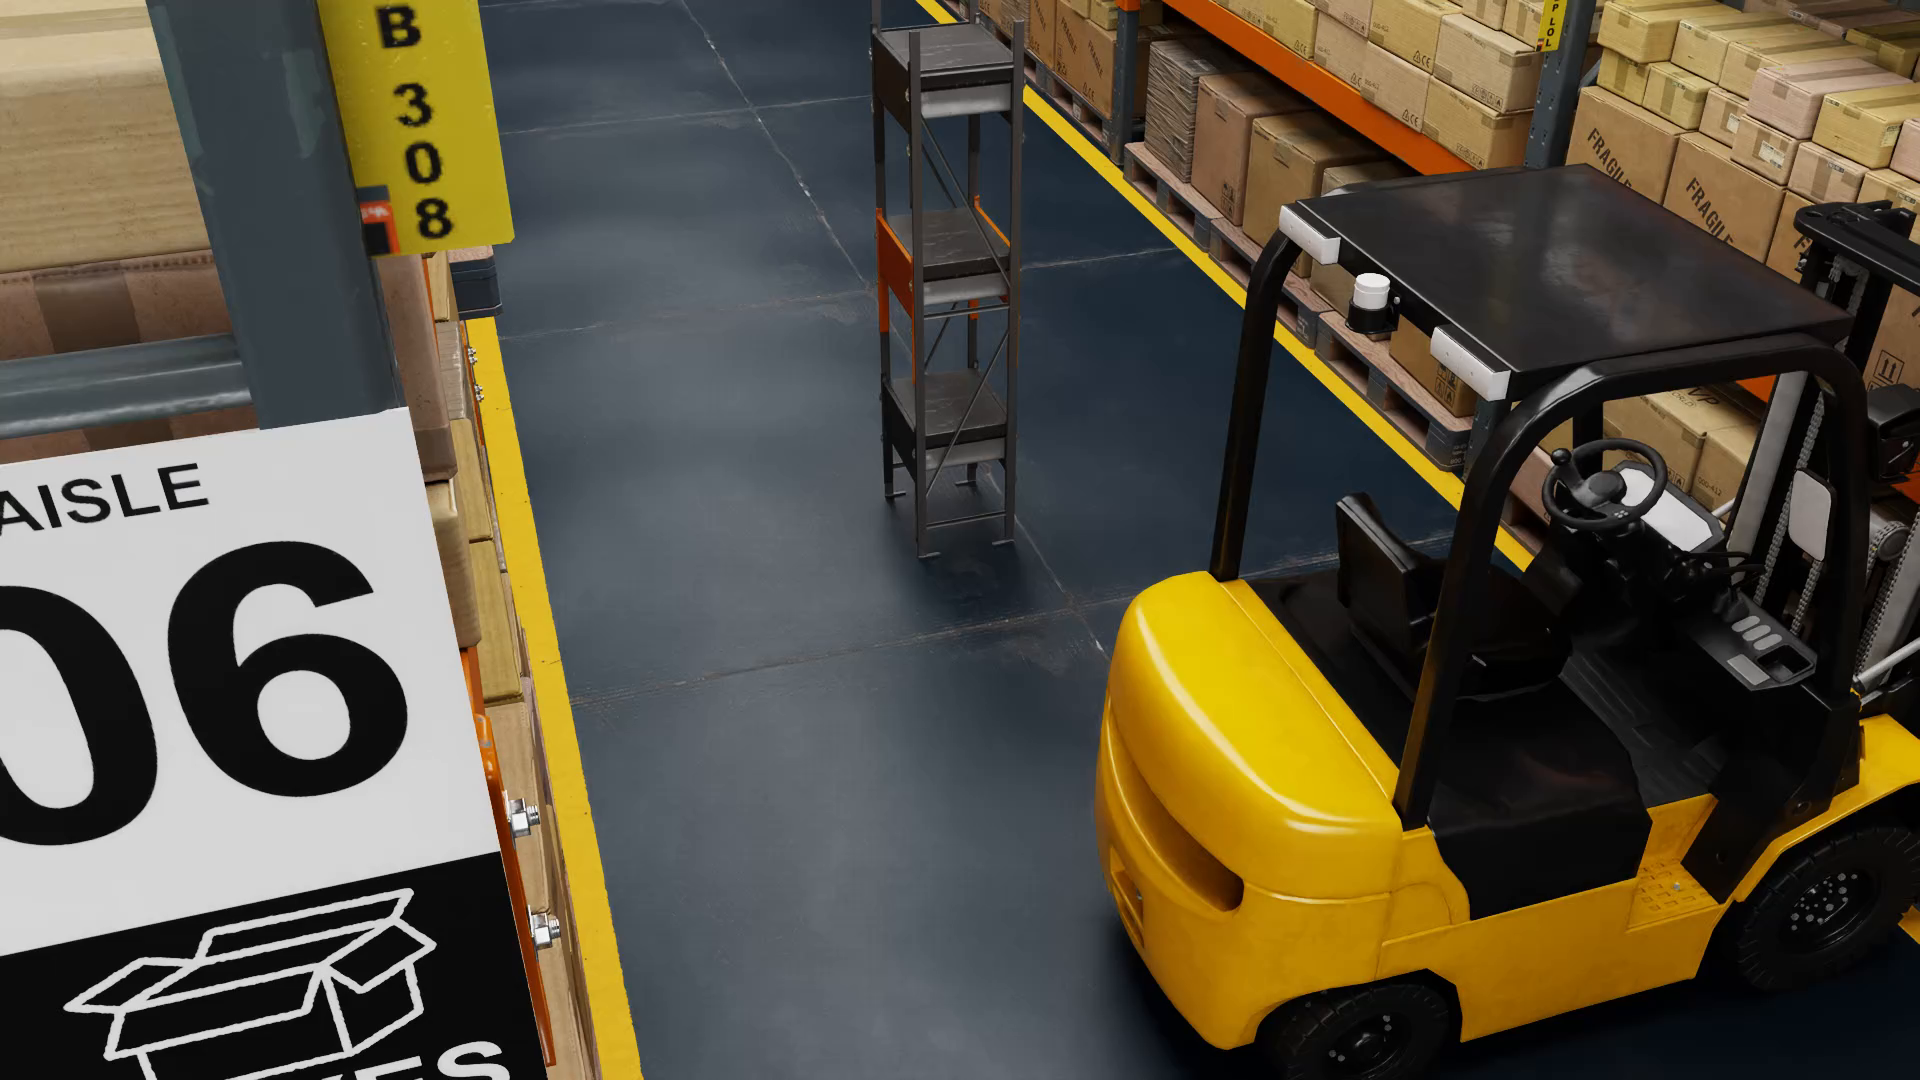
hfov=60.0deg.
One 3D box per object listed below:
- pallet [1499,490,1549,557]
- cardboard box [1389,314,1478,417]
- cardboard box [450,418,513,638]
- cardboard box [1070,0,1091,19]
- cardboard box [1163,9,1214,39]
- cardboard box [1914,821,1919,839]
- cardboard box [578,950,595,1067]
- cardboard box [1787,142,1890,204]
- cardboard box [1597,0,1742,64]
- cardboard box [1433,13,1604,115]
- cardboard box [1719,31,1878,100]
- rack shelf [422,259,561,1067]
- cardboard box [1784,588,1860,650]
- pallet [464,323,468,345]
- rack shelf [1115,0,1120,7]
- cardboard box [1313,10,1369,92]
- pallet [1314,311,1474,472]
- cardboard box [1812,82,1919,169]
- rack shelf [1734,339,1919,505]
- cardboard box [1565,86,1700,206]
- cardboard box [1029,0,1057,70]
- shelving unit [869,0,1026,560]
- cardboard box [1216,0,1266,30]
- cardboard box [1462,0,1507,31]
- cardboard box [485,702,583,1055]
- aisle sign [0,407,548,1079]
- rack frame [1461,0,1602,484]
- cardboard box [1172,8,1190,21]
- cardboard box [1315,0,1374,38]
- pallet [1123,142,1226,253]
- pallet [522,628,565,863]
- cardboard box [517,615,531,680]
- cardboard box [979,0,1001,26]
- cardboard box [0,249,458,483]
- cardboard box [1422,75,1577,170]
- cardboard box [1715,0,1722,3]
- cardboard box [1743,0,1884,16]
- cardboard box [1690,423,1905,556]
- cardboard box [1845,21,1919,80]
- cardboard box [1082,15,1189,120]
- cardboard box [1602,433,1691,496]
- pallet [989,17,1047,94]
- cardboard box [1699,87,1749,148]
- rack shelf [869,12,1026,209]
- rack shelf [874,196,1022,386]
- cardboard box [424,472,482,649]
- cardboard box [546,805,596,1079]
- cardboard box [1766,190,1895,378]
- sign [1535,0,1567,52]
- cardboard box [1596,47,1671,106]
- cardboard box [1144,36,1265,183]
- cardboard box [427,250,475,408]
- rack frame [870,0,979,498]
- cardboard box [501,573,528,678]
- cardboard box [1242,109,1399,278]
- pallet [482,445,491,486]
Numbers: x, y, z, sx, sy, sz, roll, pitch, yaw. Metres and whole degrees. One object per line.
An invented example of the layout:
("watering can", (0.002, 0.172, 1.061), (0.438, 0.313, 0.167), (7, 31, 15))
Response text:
("pallet", (2.846, 0.031, 6.512), (1.003, 0.211, 1.213), (-10, 35, -15))
("cardboard box", (2.474, -1.014, 7.337), (0.875, 0.625, 0.625), (-8, 34, -13))
("cardboard box", (-1.223, 0.114, 3.496), (0.500, 0.500, 0.500), (-11, 35, -16))
("cardboard box", (0.919, -3.415, 10.496), (0.380, 0.149, 0.250), (-12, 35, -17))
("cardboard box", (1.562, -3.058, 10.544), (0.500, 0.500, 0.500), (-9, 34, -13))
("cardboard box", (3.133, 0.794, 4.940), (0.500, 0.250, 0.500), (-10, 35, -14))
("cardboard box", (-1.172, 1.328, 4.133), (0.500, 0.250, 0.500), (-8, 34, -12))
("cardboard box", (2.760, -1.110, 5.030), (0.380, 0.149, 0.250), (-10, 35, -15))
("cardboard box", (2.458, -1.777, 5.769), (0.380, 0.149, 0.250), (-9, 35, -14))
("cardboard box", (2.250, -1.918, 6.615), (0.500, 0.250, 0.500), (-11, 35, -16))
("cardboard box", (2.710, -1.522, 5.384), (0.380, 0.149, 0.250), (-11, 35, -16))
("rack shelf", (-1.472, -0.622, 2.902), (1.077, 0.370, 4.000), (-10, 35, -15))
("cardboard box", (2.948, 0.307, 5.224), (0.500, 0.250, 0.500), (-10, 35, -15))
("pallet", (-3.066, -1.247, 8.445), (1.003, 0.211, 1.213), (-10, 35, -15))
("rack shelf", (0.813, -4.407, 11.351), (1.077, 0.370, 4.000), (-10, 35, -15))
("cardboard box", (1.960, -2.244, 7.561), (0.500, 0.250, 0.500), (-10, 35, -14))
("pallet", (2.382, -0.774, 7.730), (1.003, 0.211, 1.213), (-10, 35, -15))
("cardboard box", (2.796, -1.238, 4.954), (0.380, 0.149, 0.250), (-11, 35, -15))
("rack shelf", (3.254, -0.207, 4.995), (1.077, 0.370, 4.000), (-10, 35, -15))
("cardboard box", (2.530, -1.322, 5.939), (0.500, 0.500, 0.500), (-11, 35, -16))
("cardboard box", (0.785, -3.514, 11.234), (0.500, 0.500, 0.500), (-9, 34, -13))
("shelving unit", (-0.050, -0.963, 6.303), (0.431, 2.100, 0.503), (-10, 35, -15))
("cardboard box", (1.638, -2.787, 8.382), (0.500, 0.250, 0.500), (-11, 35, -16))
("cardboard box", (2.232, -2.144, 6.595), (0.380, 0.149, 0.250), (-11, 35, -15))
("cardboard box", (-0.904, 0.647, 2.690), (0.500, 0.500, 0.500), (-9, 35, -13))
("aisle sign", (-0.548, 0.275, 1.255), (0.394, 0.787, 0.004), (-10, 35, -15))
("rack frame", (2.643, -1.557, 6.386), (1.000, 3.000, 0.127), (-10, 35, -15))
("cardboard box", (1.561, -3.387, 10.452), (0.380, 0.149, 0.250), (-8, 34, -12))
("cardboard box", (1.936, -2.456, 7.429), (0.500, 0.250, 0.500), (-9, 35, -14))
("pallet", (1.637, -2.055, 9.669), (1.003, 0.211, 1.213), (-10, 35, -15))
("pallet", (-1.844, 0.789, 5.364), (1.003, 0.211, 1.213), (-10, 35, -15))
("cardboard box", (-1.646, 0.517, 5.361), (0.500, 0.250, 0.500), (-8, 34, -13))
("cardboard box", (0.456, -4.057, 12.056), (0.500, 0.500, 0.500), (-11, 35, -16))
("cardboard box", (-0.762, -0.242, 1.541), (0.500, 0.250, 0.500), (-11, 35, -16))
("cardboard box", (2.241, -1.715, 6.761), (0.500, 0.250, 0.500), (-9, 35, -14))
("cardboard box", (2.741, -2.090, 6.513), (0.380, 0.149, 0.250), (-11, 35, -16))
("cardboard box", (3.029, -1.877, 5.921), (0.380, 0.149, 0.250), (-10, 35, -15))
("cardboard box", (2.801, -0.166, 5.487), (0.500, 0.250, 0.500), (-9, 34, -13))
("cardboard box", (3.159, -1.602, 5.504), (0.380, 0.149, 0.250), (-10, 35, -15))
("cardboard box", (1.090, -2.976, 10.419), (0.500, 0.500, 0.500), (-9, 35, -13))
("cardboard box", (2.653, -0.224, 6.028), (0.500, 0.250, 0.500), (-10, 35, -15))
("pallet", (0.863, -3.532, 11.903), (1.003, 0.211, 1.213), (-10, 35, -15))
("cardboard box", (2.677, -1.390, 5.454), (0.380, 0.149, 0.250), (-10, 35, -15))
("rack shelf", (-0.050, -1.536, 5.924), (0.431, 0.518, 0.480), (-10, 35, -15))
("rack shelf", (-0.050, -0.952, 6.310), (0.431, 0.518, 0.480), (-10, 35, -15))
("cardboard box", (-0.654, 0.004, 1.530), (0.380, 0.149, 0.250), (-10, 35, -15))
("cardboard box", (-1.162, 1.018, 3.922), (0.500, 0.500, 0.500), (-9, 35, -14))
("cardboard box", (2.860, -0.786, 5.128), (0.500, 0.500, 0.500), (-10, 35, -15))
("sign", (2.130, -1.911, 5.943), (0.100, 0.325, 0.005), (-10, 35, -15))
("cardboard box", (2.490, -1.658, 5.859), (0.380, 0.149, 0.250), (-11, 35, -15))
("cardboard box", (1.601, -2.512, 9.604), (0.875, 0.625, 0.625), (-9, 34, -13))
("cardboard box", (-1.547, -0.426, 4.313), (0.500, 0.500, 0.500), (-9, 34, -13))
("rack frame", (-0.125, -1.091, 6.497), (0.400, 2.100, 0.015), (-10, 35, -15))
("cardboard box", (-1.490, 0.471, 4.750), (0.500, 0.500, 0.500), (-9, 35, -14))
("cardboard box", (2.013, -1.817, 8.552), (0.875, 0.625, 0.625), (-11, 35, -17))
("pallet", (-2.321, 0.034, 6.507), (1.003, 0.211, 1.213), (-10, 35, -15))
